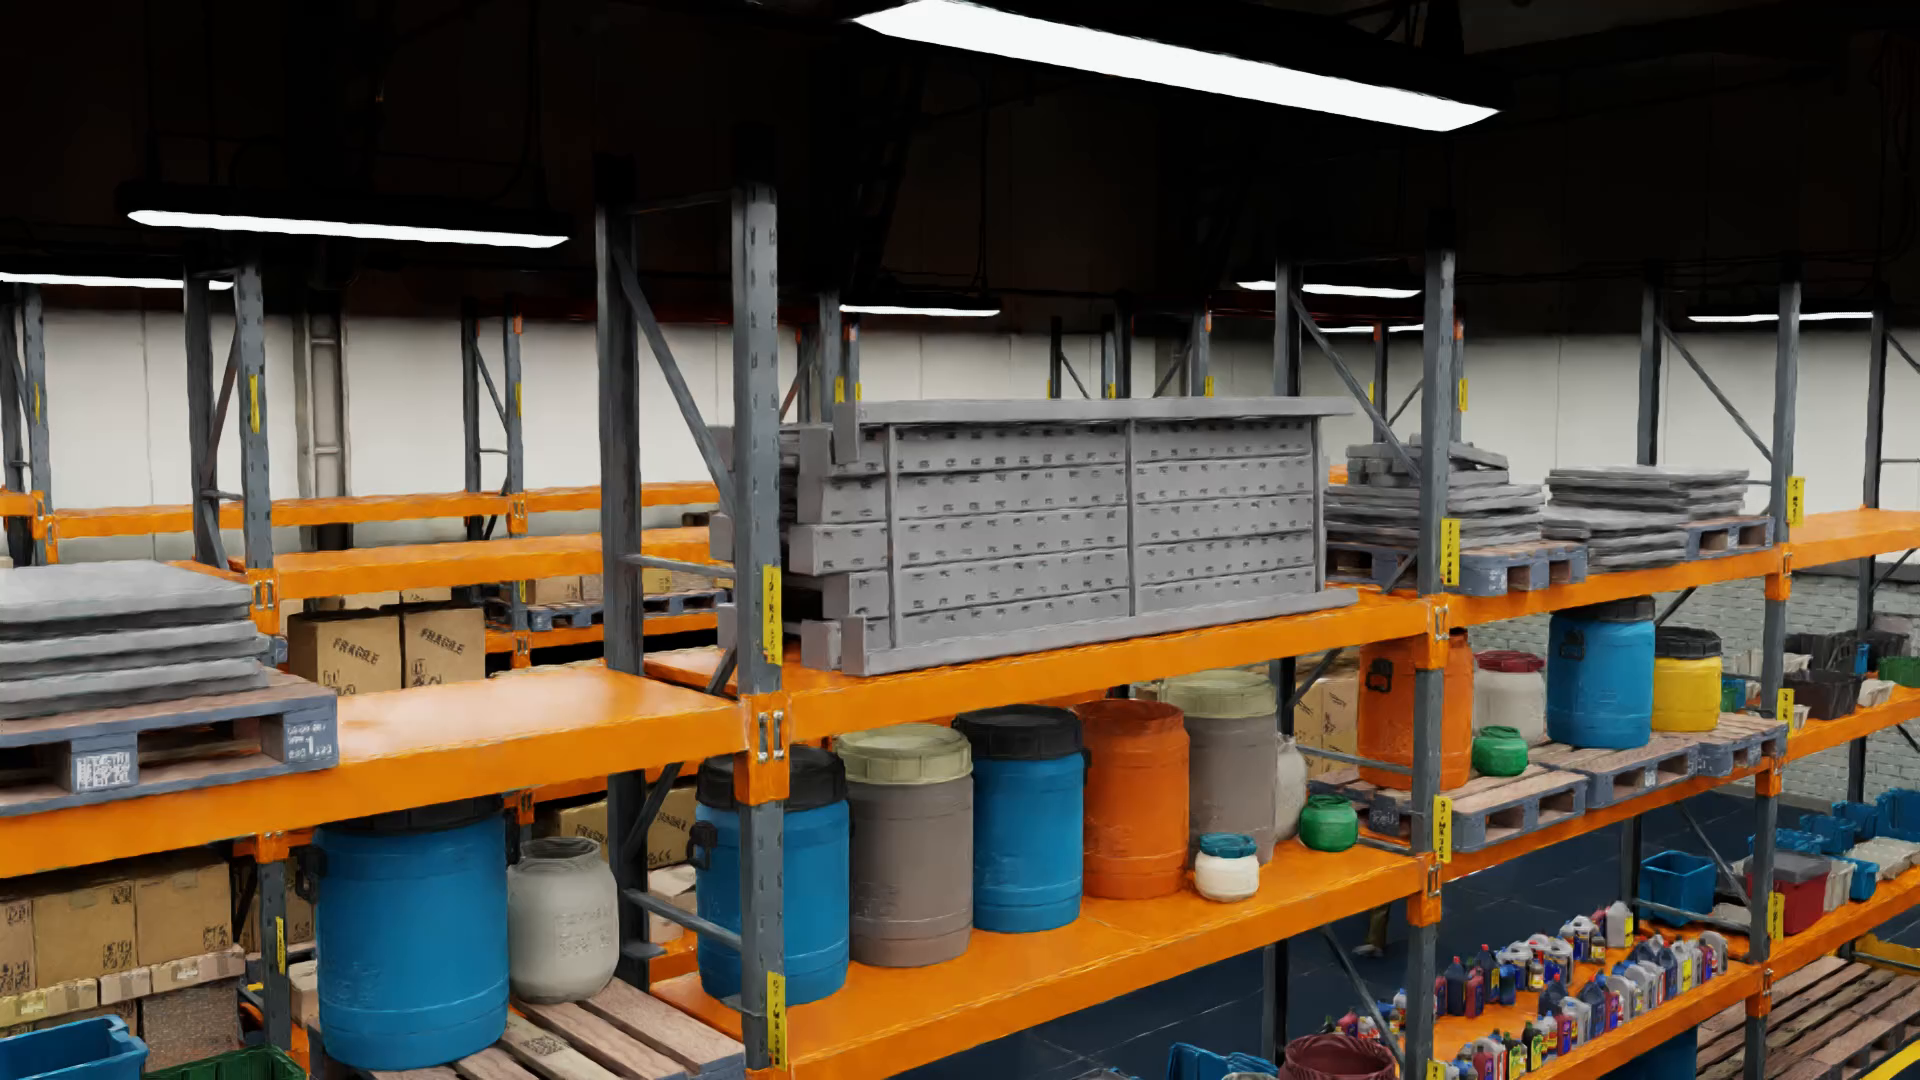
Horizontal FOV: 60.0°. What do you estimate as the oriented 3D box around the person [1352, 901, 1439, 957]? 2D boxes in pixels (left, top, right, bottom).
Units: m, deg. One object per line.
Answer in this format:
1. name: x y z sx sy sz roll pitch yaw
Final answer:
1. person: 3.989 2.885 14.999 1.111 1.724 0.603 -5 7 -42
